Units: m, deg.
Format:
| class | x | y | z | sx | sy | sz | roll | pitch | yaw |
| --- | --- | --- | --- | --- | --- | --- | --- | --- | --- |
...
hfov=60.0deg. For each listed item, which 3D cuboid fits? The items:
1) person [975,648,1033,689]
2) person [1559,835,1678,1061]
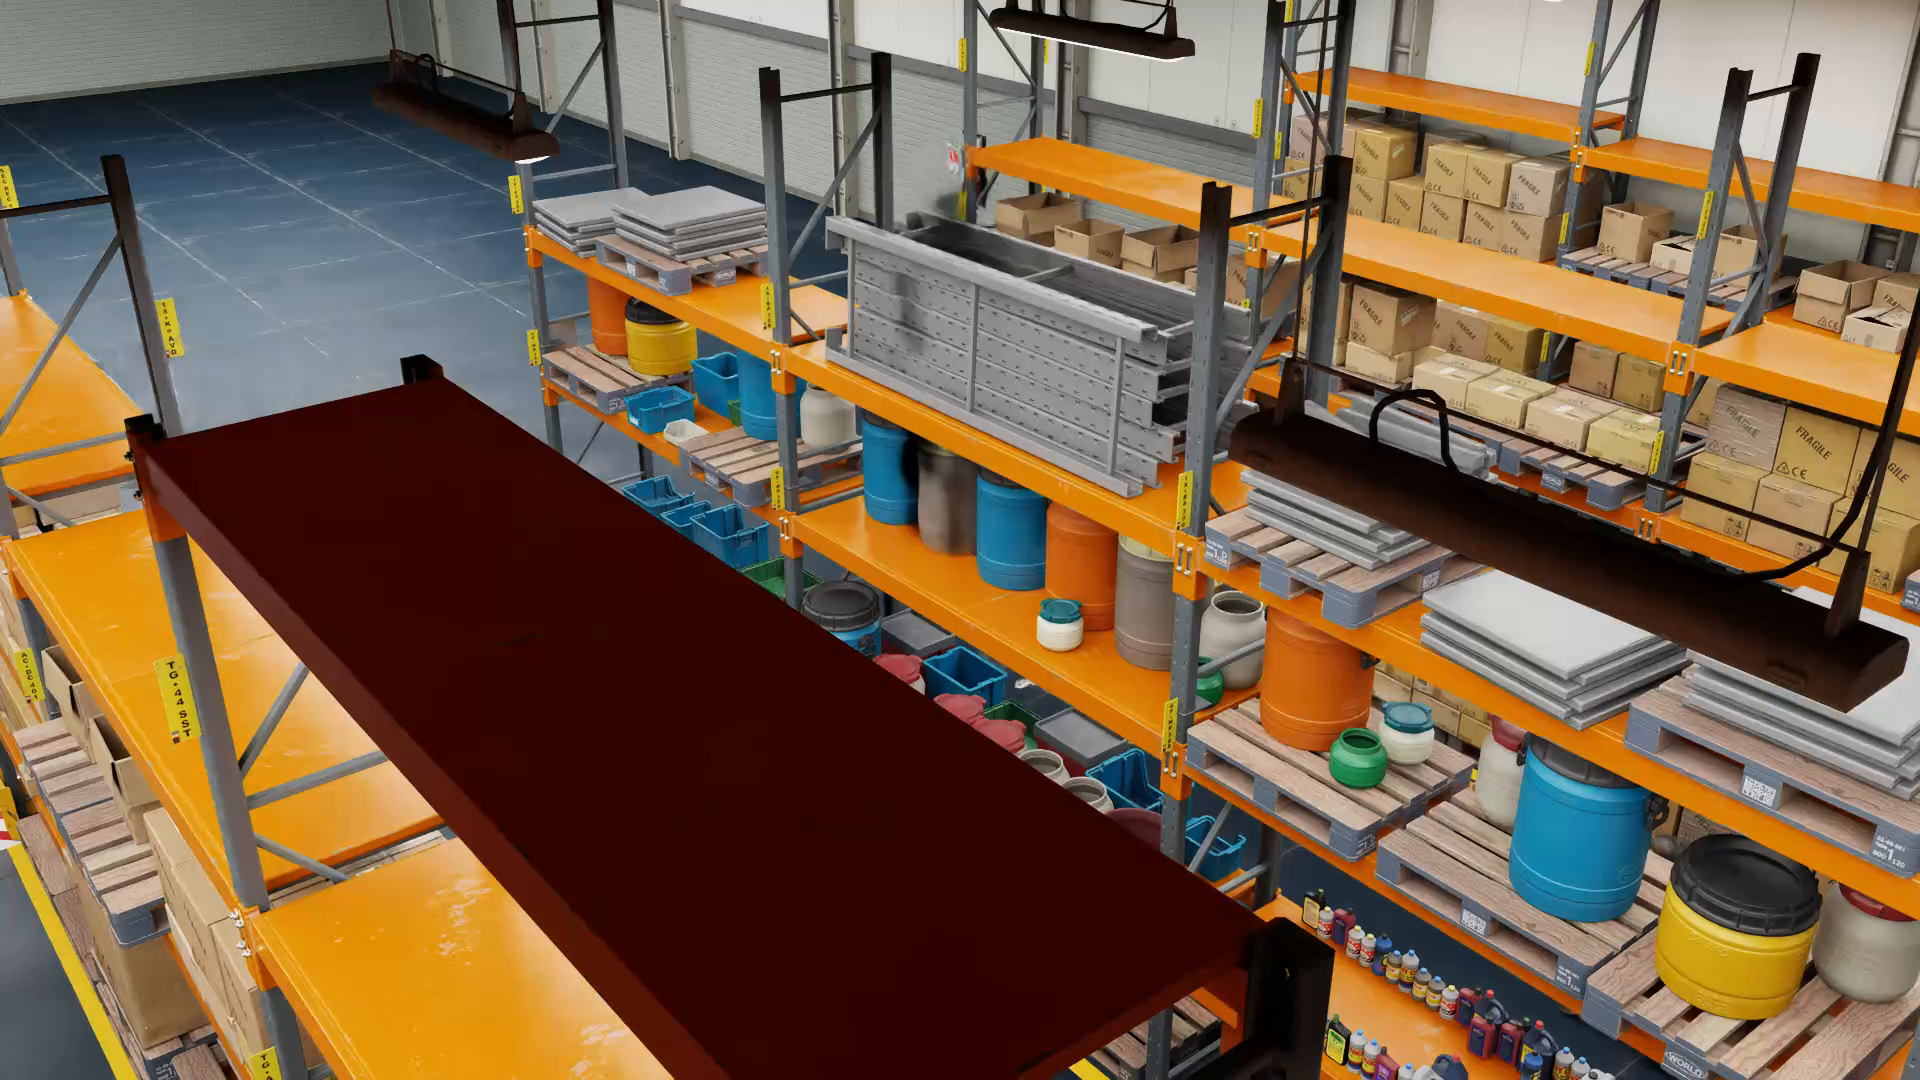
| class | x | y | z | sx | sy | sz | roll | pitch | yaw |
| --- | --- | --- | --- | --- | --- | --- | --- | --- | --- |
| person | 0.350 | 0.556 | 14.581 | 0.803 | 1.611 | 0.505 | 20 | 32 | 35 |
| person | 4.469 | 2.638 | 10.898 | 0.885 | 1.674 | 0.562 | 20 | 32 | 35 |
